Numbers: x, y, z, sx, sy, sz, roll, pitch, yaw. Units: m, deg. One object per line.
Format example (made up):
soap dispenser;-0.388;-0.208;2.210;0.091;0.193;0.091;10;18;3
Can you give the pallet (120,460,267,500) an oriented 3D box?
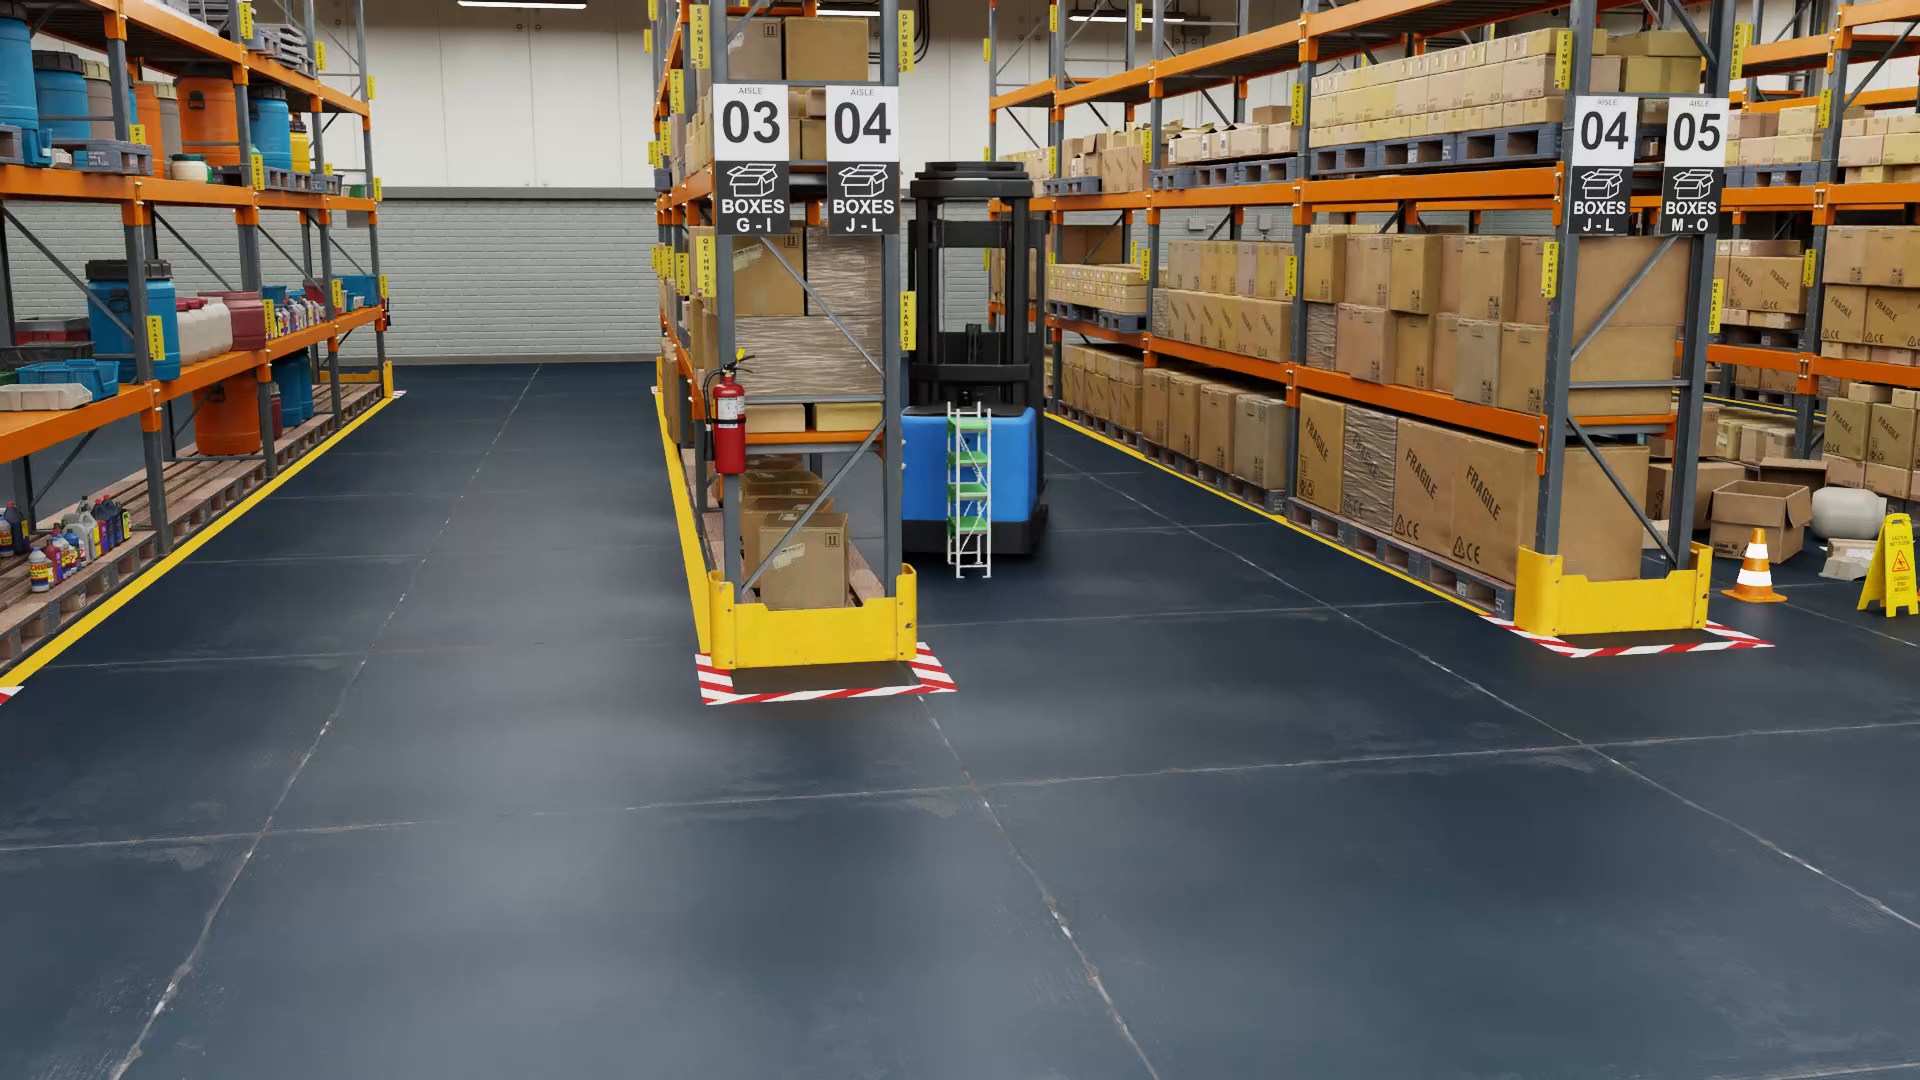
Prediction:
pallet;-7.134;-0.555;15.548;1.003;0.211;1.213;-2;11;-11

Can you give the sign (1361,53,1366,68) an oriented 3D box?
sign;6.311;-7.538;26.024;0.100;0.325;0.005;-2;11;-11

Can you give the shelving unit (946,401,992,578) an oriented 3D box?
shelving unit;0.061;-0.367;11.918;0.258;1.200;0.503;-1;11;-8

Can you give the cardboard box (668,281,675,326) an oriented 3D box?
cardboard box;-3.127;-2.754;19.375;0.500;0.500;0.500;-2;11;-12

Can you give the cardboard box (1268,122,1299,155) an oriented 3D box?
cardboard box;2.980;-3.456;14.318;0.500;0.250;0.500;-2;11;-10

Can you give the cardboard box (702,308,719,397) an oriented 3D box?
cardboard box;-1.127;-1.166;10.235;0.875;0.500;0.500;-2;11;-11

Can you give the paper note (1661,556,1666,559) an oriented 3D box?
paper note;5.283;0.129;12.492;0.032;0.001;0.123;4;11;18

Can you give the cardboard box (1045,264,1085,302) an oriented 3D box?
cardboard box;1.347;-3.418;22.067;0.500;0.500;0.500;-2;11;-11

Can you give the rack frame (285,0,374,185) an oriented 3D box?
rack frame;-8.803;-6.483;23.189;1.000;3.000;0.127;-2;11;-11

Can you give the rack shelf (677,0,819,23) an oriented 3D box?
rack shelf;-1.221;-3.740;10.712;1.077;0.370;4.000;-2;11;-11

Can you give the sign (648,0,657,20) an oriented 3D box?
sign;-3.716;-6.450;20.096;0.100;0.325;0.005;-2;11;-11

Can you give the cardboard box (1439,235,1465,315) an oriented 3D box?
cardboard box;3.845;-1.822;11.456;0.875;0.550;0.550;-2;11;-11

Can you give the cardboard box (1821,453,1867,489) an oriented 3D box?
cardboard box;7.960;-0.613;14.624;0.500;0.250;0.500;-3;11;-14

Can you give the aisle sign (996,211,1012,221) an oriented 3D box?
aisle sign;0.632;-5.157;25.316;0.394;0.787;0.004;-2;11;-11

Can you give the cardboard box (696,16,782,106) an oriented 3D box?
cardboard box;-1.382;-2.971;10.359;0.500;0.500;0.500;-2;11;-11

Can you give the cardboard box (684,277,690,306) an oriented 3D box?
cardboard box;-2.038;-2.086;14.736;0.797;0.503;0.637;-1;11;-5

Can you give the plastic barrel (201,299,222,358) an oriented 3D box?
plastic barrel;-6.755;-1.865;14.674;0.421;0.512;0.421;0;11;0

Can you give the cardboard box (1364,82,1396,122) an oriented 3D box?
cardboard box;3.293;-3.193;12.143;0.500;0.250;0.500;-2;11;-12

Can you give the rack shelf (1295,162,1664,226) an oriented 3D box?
rack shelf;3.663;-2.430;11.842;1.077;0.370;4.000;-2;11;-11

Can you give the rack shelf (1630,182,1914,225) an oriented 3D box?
rack shelf;7.721;-3.362;16.740;1.077;0.370;4.000;-2;11;-11

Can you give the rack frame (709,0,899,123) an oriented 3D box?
rack frame;-0.832;-3.728;8.717;1.000;3.000;0.127;-2;11;-11

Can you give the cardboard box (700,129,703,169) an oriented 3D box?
cardboard box;-1.367;-2.446;10.404;0.500;0.250;0.500;-2;11;-10

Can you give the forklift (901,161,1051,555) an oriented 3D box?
forklift;0.159;-1.555;13.530;1.130;2.935;3.031;1;11;6

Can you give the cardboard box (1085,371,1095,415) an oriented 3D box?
cardboard box;1.822;-1.784;20.112;0.500;0.500;0.500;-2;11;-10

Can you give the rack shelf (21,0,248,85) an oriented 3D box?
rack shelf;-6.858;-4.099;13.657;1.077;0.370;4.000;-2;11;-11

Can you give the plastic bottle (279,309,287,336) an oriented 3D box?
plastic bottle;-7.194;-2.316;17.653;0.061;0.283;0.133;-2;11;-11

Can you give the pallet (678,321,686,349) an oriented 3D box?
pallet;-2.145;-2.027;16.339;1.213;0.211;1.003;-2;11;-11

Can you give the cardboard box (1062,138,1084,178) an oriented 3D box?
cardboard box;1.684;-4.799;20.976;0.700;0.500;0.500;-2;11;-11

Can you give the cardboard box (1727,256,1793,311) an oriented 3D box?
cardboard box;7.698;-2.444;15.828;0.500;0.500;0.500;-2;11;-11

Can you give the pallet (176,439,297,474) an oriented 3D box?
pallet;-7.441;-0.842;17.053;1.003;0.211;1.213;-2;11;-11

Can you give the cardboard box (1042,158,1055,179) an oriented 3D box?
cardboard box;1.379;-4.865;21.775;0.500;0.250;0.500;-3;11;-14

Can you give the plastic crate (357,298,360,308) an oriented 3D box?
plastic crate;-8.424;-3.239;22.735;0.396;0.136;0.243;-2;11;-11

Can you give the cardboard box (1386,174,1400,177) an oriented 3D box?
cardboard box;6.116;-5.111;22.973;0.396;0.266;0.258;-2;11;-9

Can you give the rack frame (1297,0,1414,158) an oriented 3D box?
rack frame;3.274;-4.624;13.422;1.000;3.000;0.127;-2;11;-11

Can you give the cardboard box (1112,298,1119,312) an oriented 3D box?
cardboard box;1.903;-2.612;18.449;0.380;0.149;0.250;-2;11;-11

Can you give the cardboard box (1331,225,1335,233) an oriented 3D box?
cardboard box;5.804;-4.669;25.026;0.380;0.149;0.250;-2;11;-10

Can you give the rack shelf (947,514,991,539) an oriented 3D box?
rack shelf;0.061;-0.069;11.975;0.258;0.148;0.480;-1;11;-8

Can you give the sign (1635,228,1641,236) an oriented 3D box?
sign;11.193;-4.998;27.490;0.100;0.325;0.005;-2;11;-11

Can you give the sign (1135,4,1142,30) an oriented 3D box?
sign;2.262;-6.649;21.140;0.100;0.325;0.005;-2;11;-11

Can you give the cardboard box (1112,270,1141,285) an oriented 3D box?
cardboard box;1.905;-2.905;18.393;0.380;0.149;0.250;-2;11;-12

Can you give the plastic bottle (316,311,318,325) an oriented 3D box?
plastic bottle;-7.582;-2.624;19.489;0.097;0.201;0.097;0;11;0

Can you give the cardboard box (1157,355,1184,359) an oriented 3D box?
cardboard box;2.501;-1.985;19.161;0.500;0.250;0.500;-2;11;-12

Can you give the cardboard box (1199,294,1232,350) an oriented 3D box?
cardboard box;2.613;-2.090;15.888;0.500;0.500;0.500;-2;11;-12

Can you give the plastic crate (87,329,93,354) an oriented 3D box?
plastic crate;-6.988;-1.518;13.191;0.392;0.384;0.575;-2;11;-11

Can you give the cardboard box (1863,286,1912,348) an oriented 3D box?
cardboard box;8.043;-1.888;14.032;0.500;0.500;0.500;-2;11;-11

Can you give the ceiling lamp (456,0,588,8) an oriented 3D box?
ceiling lamp;-6.854;-9.934;25.710;2.000;3.185;0.800;-2;11;-11

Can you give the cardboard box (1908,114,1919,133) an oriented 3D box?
cardboard box;7.998;-3.403;13.569;0.380;0.149;0.250;-2;11;-11

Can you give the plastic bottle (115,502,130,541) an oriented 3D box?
plastic bottle;-6.052;-0.140;11.999;0.061;0.283;0.133;-2;11;-8

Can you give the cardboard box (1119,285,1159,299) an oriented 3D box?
cardboard box;1.954;-2.713;18.183;0.380;0.149;0.250;-2;11;-10

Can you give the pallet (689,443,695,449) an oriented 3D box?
pallet;-2.468;-1.026;18.022;1.003;0.211;1.213;-2;11;-11

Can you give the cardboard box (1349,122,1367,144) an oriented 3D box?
cardboard box;3.160;-3.064;12.530;0.380;0.149;0.250;-2;11;-12

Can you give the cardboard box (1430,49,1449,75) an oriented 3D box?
cardboard box;3.407;-3.223;11.233;0.380;0.149;0.250;-2;11;-12

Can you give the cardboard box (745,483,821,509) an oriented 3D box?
cardboard box;-1.191;-0.099;11.254;0.500;0.500;0.500;-1;11;-6

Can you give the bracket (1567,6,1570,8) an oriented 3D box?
bracket;10.737;-9.411;28.946;0.235;0.232;0.430;-2;11;-11
